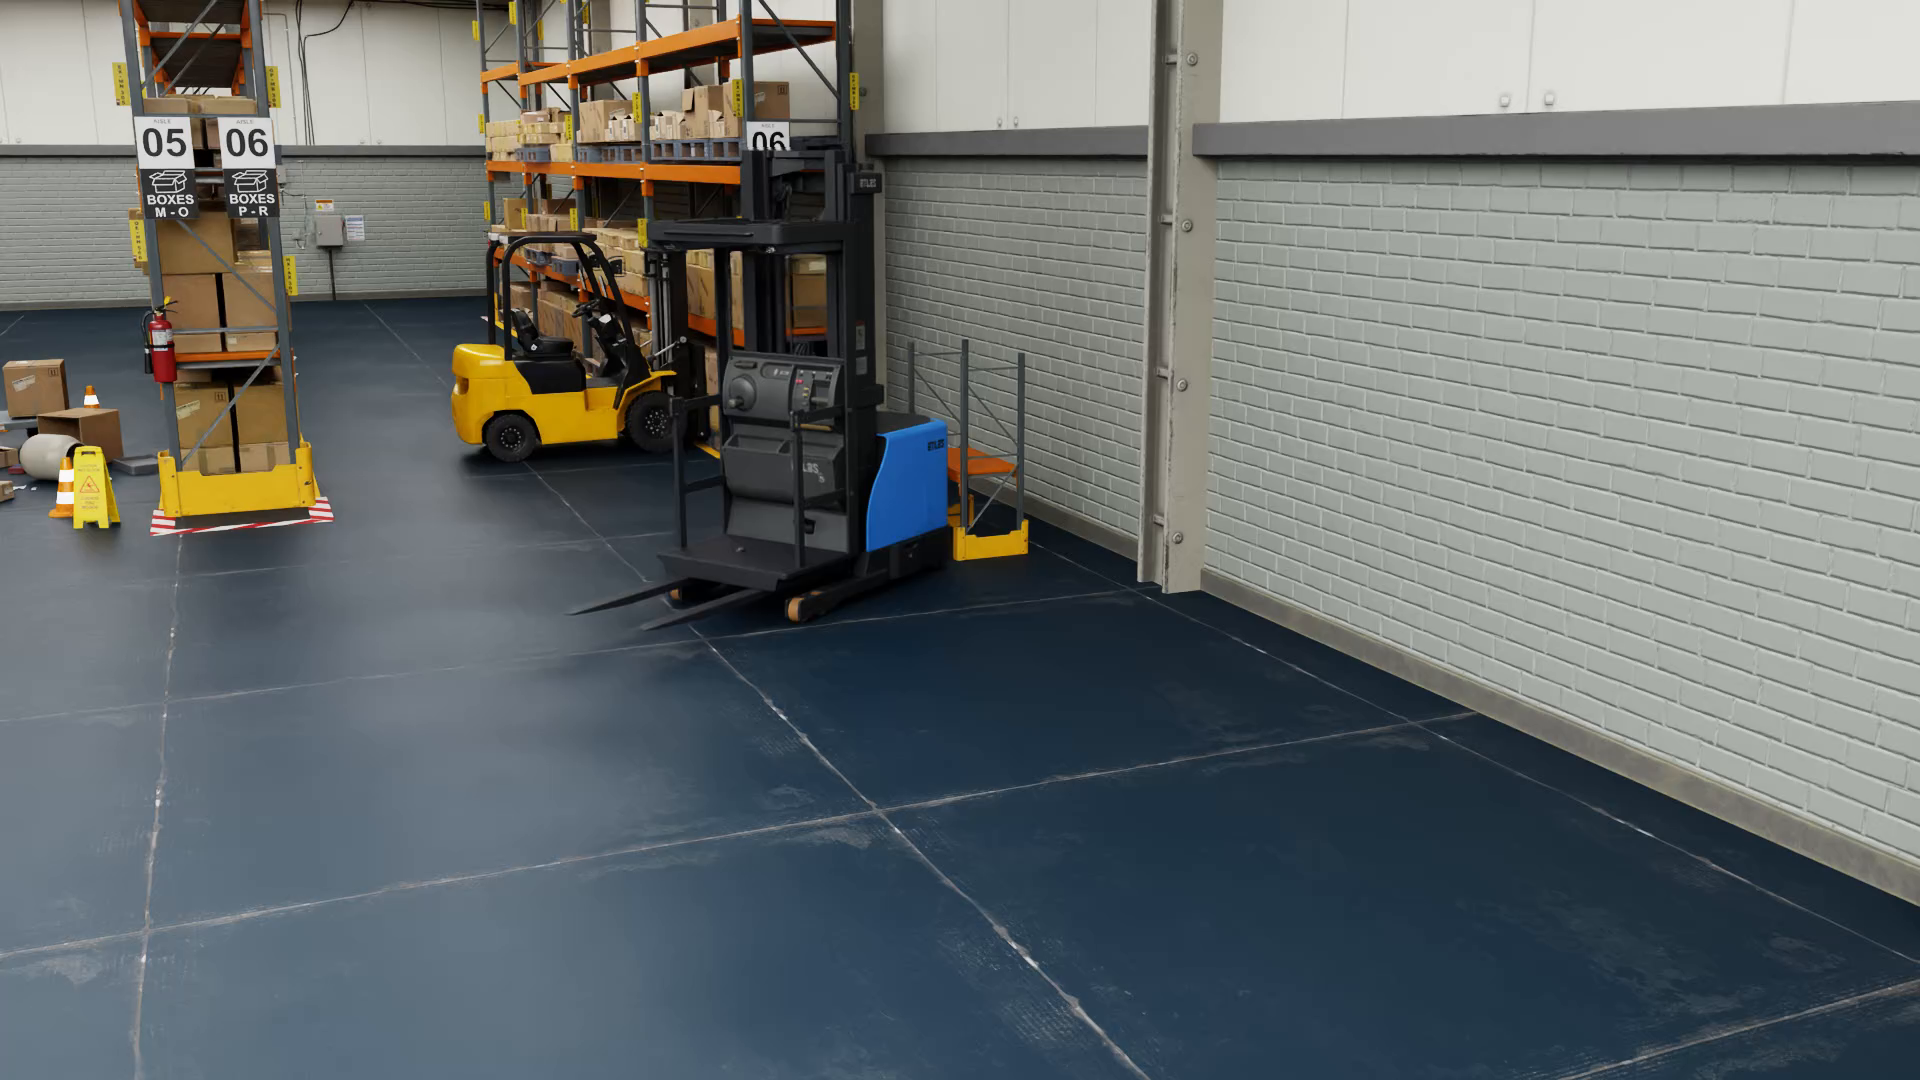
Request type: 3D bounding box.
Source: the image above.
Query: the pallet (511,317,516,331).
[{"bbox_3d":[-7.066,-3.680,28.304,1.003,0.211,1.213,-6,14,-23],"label":"pallet"}]

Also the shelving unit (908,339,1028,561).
[{"bbox_3d":[0.031,-0.715,12.633,0.587,1.500,1.083,-6,14,-23],"label":"shelving unit"}]

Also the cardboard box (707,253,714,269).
[{"bbox_3d":[-2.304,-2.789,16.607,0.380,0.149,0.250,-6,14,-25],"label":"cardboard box"}]

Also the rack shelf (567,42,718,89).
[{"bbox_3d":[-3.896,-5.782,20.379,1.077,0.370,4.000,-6,14,-23],"label":"rack shelf"}]

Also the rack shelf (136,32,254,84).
[{"bbox_3d":[-8.442,-5.333,18.439,1.077,0.370,4.000,-6,14,-23],"label":"rack shelf"}]

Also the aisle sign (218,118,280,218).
[{"bbox_3d":[-5.730,-2.998,13.405,0.394,0.787,0.004,-6,14,-23],"label":"aisle sign"}]

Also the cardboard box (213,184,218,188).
[{"bbox_3d":[-11.713,-5.605,26.559,0.380,0.149,0.250,-6,14,-23],"label":"cardboard box"}]

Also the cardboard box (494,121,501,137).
[{"bbox_3d":[-7.553,-6.924,28.046,0.500,0.250,0.500,-6,14,-24],"label":"cardboard box"}]

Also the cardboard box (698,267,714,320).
[{"bbox_3d":[-2.335,-2.506,16.823,0.500,0.500,0.500,-6,14,-24],"label":"cardboard box"}]

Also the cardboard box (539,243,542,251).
[{"bbox_3d":[-6.094,-4.462,24.863,0.396,0.266,0.258,-5,14,-20],"label":"cardboard box"}]

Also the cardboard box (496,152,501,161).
[{"bbox_3d":[-7.653,-6.503,28.218,0.380,0.149,0.250,-6,14,-23],"label":"cardboard box"}]

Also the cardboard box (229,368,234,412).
[{"bbox_3d":[-6.747,-1.465,16.050,0.500,0.500,0.500,-5,14,-20],"label":"cardboard box"}]

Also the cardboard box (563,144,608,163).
[{"bbox_3d":[-5.125,-5.291,22.757,0.500,0.250,0.500,-6,14,-25],"label":"cardboard box"}]

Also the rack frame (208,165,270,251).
[{"bbox_3d":[-7.641,-2.543,17.204,1.000,3.000,0.127,-6,14,-23],"label":"rack frame"}]

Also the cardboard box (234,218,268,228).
[{"bbox_3d":[-7.505,-3.386,17.596,0.380,0.149,0.250,-6,14,-23],"label":"cardboard box"}]

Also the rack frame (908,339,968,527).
[{"bbox_3d":[-0.169,-0.818,13.078,0.500,1.500,0.032,-6,14,-23],"label":"rack frame"}]

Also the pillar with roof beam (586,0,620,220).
[{"bbox_3d":[-9.697,-7.404,24.902,9.100,9.000,0.400,-6,14,-23],"label":"pillar with roof beam"}]

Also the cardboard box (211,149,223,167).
[{"bbox_3d":[-6.061,-3.199,13.945,0.380,0.149,0.250,-6,14,-25],"label":"cardboard box"}]

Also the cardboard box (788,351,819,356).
[{"bbox_3d":[-1.715,-1.737,16.671,0.500,0.250,0.500,-6,14,-23],"label":"cardboard box"}]

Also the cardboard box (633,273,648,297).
[{"bbox_3d":[-3.536,-2.999,19.509,0.500,0.250,0.500,-5,14,-22],"label":"cardboard box"}]

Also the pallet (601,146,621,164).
[{"bbox_3d":[-3.892,-4.825,20.830,1.003,0.211,1.213,-5,14,-20],"label":"pallet"}]

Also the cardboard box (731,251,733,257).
[{"bbox_3d":[-2.086,-2.830,16.124,0.380,0.149,0.250,-5,14,-22],"label":"cardboard box"}]

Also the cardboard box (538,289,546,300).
[{"bbox_3d":[-6.399,-3.849,26.023,0.380,0.149,0.250,-5,14,-20],"label":"cardboard box"}]

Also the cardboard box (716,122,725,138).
[{"bbox_3d":[-2.102,-3.901,15.826,0.380,0.149,0.250,-6,14,-25],"label":"cardboard box"}]

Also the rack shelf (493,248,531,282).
[{"bbox_3d":[-7.100,-4.707,28.152,1.077,0.370,4.000,-6,14,-23],"label":"rack shelf"}]

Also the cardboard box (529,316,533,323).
[{"bbox_3d":[-6.791,-3.549,26.942,0.380,0.149,0.250,-6,14,-25],"label":"cardboard box"}]

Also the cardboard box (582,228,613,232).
[{"bbox_3d":[-4.839,-4.090,22.231,0.380,0.149,0.250,-5,14,-21],"label":"cardboard box"}]

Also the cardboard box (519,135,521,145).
[{"bbox_3d":[-6.544,-6.139,25.495,0.380,0.149,0.250,-5,14,-22],"label":"cardboard box"}]

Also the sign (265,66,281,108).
[{"bbox_3d":[-5.542,-3.652,13.408,0.100,0.325,0.005,-6,14,-23],"label":"sign"}]

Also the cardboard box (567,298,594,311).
[{"bbox_3d":[-5.494,-3.422,24.178,0.380,0.149,0.250,-6,14,-24],"label":"cardboard box"}]

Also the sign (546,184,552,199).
[{"bbox_3d":[-7.385,-6.235,29.888,0.100,0.325,0.005,-6,14,-23],"label":"sign"}]

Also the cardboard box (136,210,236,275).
[{"bbox_3d":[-6.443,-2.483,13.846,0.700,0.500,0.500,-6,14,-24],"label":"cardboard box"}]

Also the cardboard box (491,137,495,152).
[{"bbox_3d":[-7.752,-6.785,28.553,0.500,0.250,0.500,-5,14,-22],"label":"cardboard box"}]

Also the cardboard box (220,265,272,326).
[{"bbox_3d":[-6.185,-2.140,14.580,0.500,0.500,0.500,-5,14,-21],"label":"cardboard box"}]

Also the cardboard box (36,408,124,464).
[{"bbox_3d":[-8.459,-0.982,15.998,0.500,0.500,0.500,4,14,16],"label":"cardboard box"}]

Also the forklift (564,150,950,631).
[{"bbox_3d":[-1.289,-1.019,10.773,1.130,2.935,3.031,8,15,31],"label":"forklift"}]

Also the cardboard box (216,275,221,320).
[{"bbox_3d":[-6.902,-2.205,14.862,0.500,0.500,0.500,-6,14,-23],"label":"cardboard box"}]

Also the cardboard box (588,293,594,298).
[{"bbox_3d":[-5.484,-3.682,25.299,0.380,0.149,0.250,-5,14,-21],"label":"cardboard box"}]

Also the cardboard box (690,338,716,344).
[{"bbox_3d":[-2.783,-2.007,17.840,0.500,0.250,0.500,-5,14,-21],"label":"cardboard box"}]

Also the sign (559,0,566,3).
[{"bbox_3d":[-5.190,-7.184,21.703,0.100,0.325,0.005,-6,14,-23],"label":"sign"}]

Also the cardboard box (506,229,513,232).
[{"bbox_3d":[-7.334,-5.112,27.980,0.500,0.250,0.500,-6,14,-24],"label":"cardboard box"}]

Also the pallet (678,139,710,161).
[{"bbox_3d":[-2.244,-3.984,16.977,1.003,0.211,1.213,-6,14,-23],"label":"pallet"}]

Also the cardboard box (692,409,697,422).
[{"bbox_3d":[-2.581,-1.412,17.485,0.500,0.250,0.500,-5,14,-21],"label":"cardboard box"}]

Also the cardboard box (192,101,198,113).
[{"bbox_3d":[-6.686,-3.652,14.132,0.380,0.149,0.250,-6,14,-23],"label":"cardboard box"}]

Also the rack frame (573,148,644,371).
[{"bbox_3d":[-4.697,-3.818,22.715,1.000,3.000,0.127,-6,14,-23],"label":"rack frame"}]

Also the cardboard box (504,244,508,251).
[{"bbox_3d":[-7.551,-4.985,28.314,0.380,0.149,0.250,-6,14,-25],"label":"cardboard box"}]

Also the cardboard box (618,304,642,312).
[{"bbox_3d":[-4.620,-3.257,23.463,0.380,0.149,0.250,-5,14,-20],"label":"cardboard box"}]

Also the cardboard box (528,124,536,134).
[{"bbox_3d":[-6.219,-6.125,24.773,0.380,0.149,0.250,-6,14,-24],"label":"cardboard box"}]

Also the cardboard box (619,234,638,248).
[{"bbox_3d":[-3.974,-3.668,20.407,0.380,0.149,0.250,-5,14,-22],"label":"cardboard box"}]

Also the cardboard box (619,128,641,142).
[{"bbox_3d":[-3.813,-4.784,19.639,0.380,0.149,0.250,-6,14,-23],"label":"cardboard box"}]

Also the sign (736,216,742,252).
[{"bbox_3d":[-1.995,-2.799,15.217,0.100,0.325,0.005,-6,14,-23],"label":"sign"}]

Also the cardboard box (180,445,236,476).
[{"bbox_3d":[-6.619,-0.729,14.534,0.500,0.250,0.500,-6,14,-23],"label":"cardboard box"}]
